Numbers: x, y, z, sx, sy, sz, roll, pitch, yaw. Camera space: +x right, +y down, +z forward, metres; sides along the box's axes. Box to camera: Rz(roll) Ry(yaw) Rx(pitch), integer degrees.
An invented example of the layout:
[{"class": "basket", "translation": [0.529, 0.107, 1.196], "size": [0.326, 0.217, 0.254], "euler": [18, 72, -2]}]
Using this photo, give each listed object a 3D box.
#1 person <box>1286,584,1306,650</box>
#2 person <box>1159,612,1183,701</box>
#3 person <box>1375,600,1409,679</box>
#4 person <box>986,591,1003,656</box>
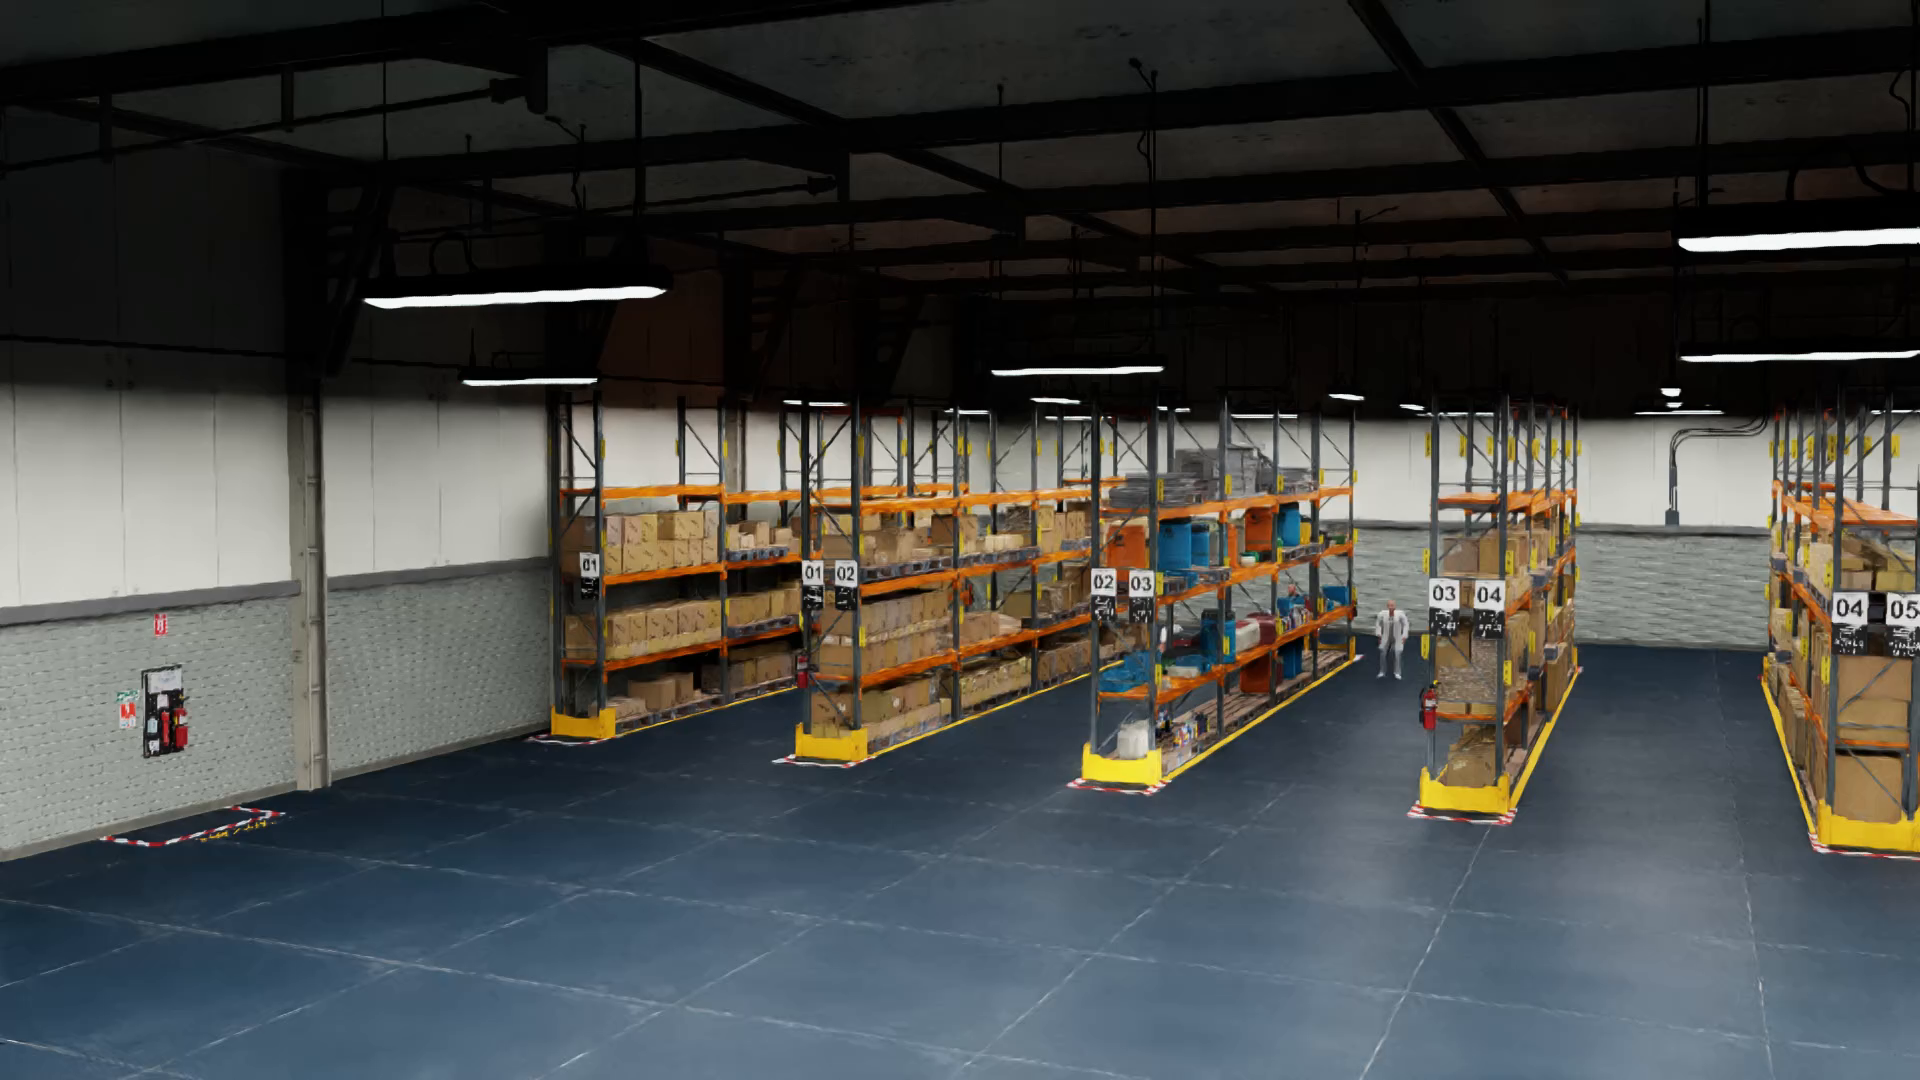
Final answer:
[{"class": "person", "translation": [8.208, 1.914, 40.798], "size": [0.903, 1.696, 0.544], "euler": [-3, 4, -42]}, {"class": "person", "translation": [4.157, 2.298, 32.918], "size": [0.724, 1.745, 0.592], "euler": [-2, 4, -36]}, {"class": "person", "translation": [9.375, 2.146, 36.127], "size": [0.729, 1.734, 0.546], "euler": [1, 3, 22]}, {"class": "person", "translation": [0.814, 1.985, 39.942], "size": [0.448, 1.590, 1.110], "euler": [2, 3, 25]}]
